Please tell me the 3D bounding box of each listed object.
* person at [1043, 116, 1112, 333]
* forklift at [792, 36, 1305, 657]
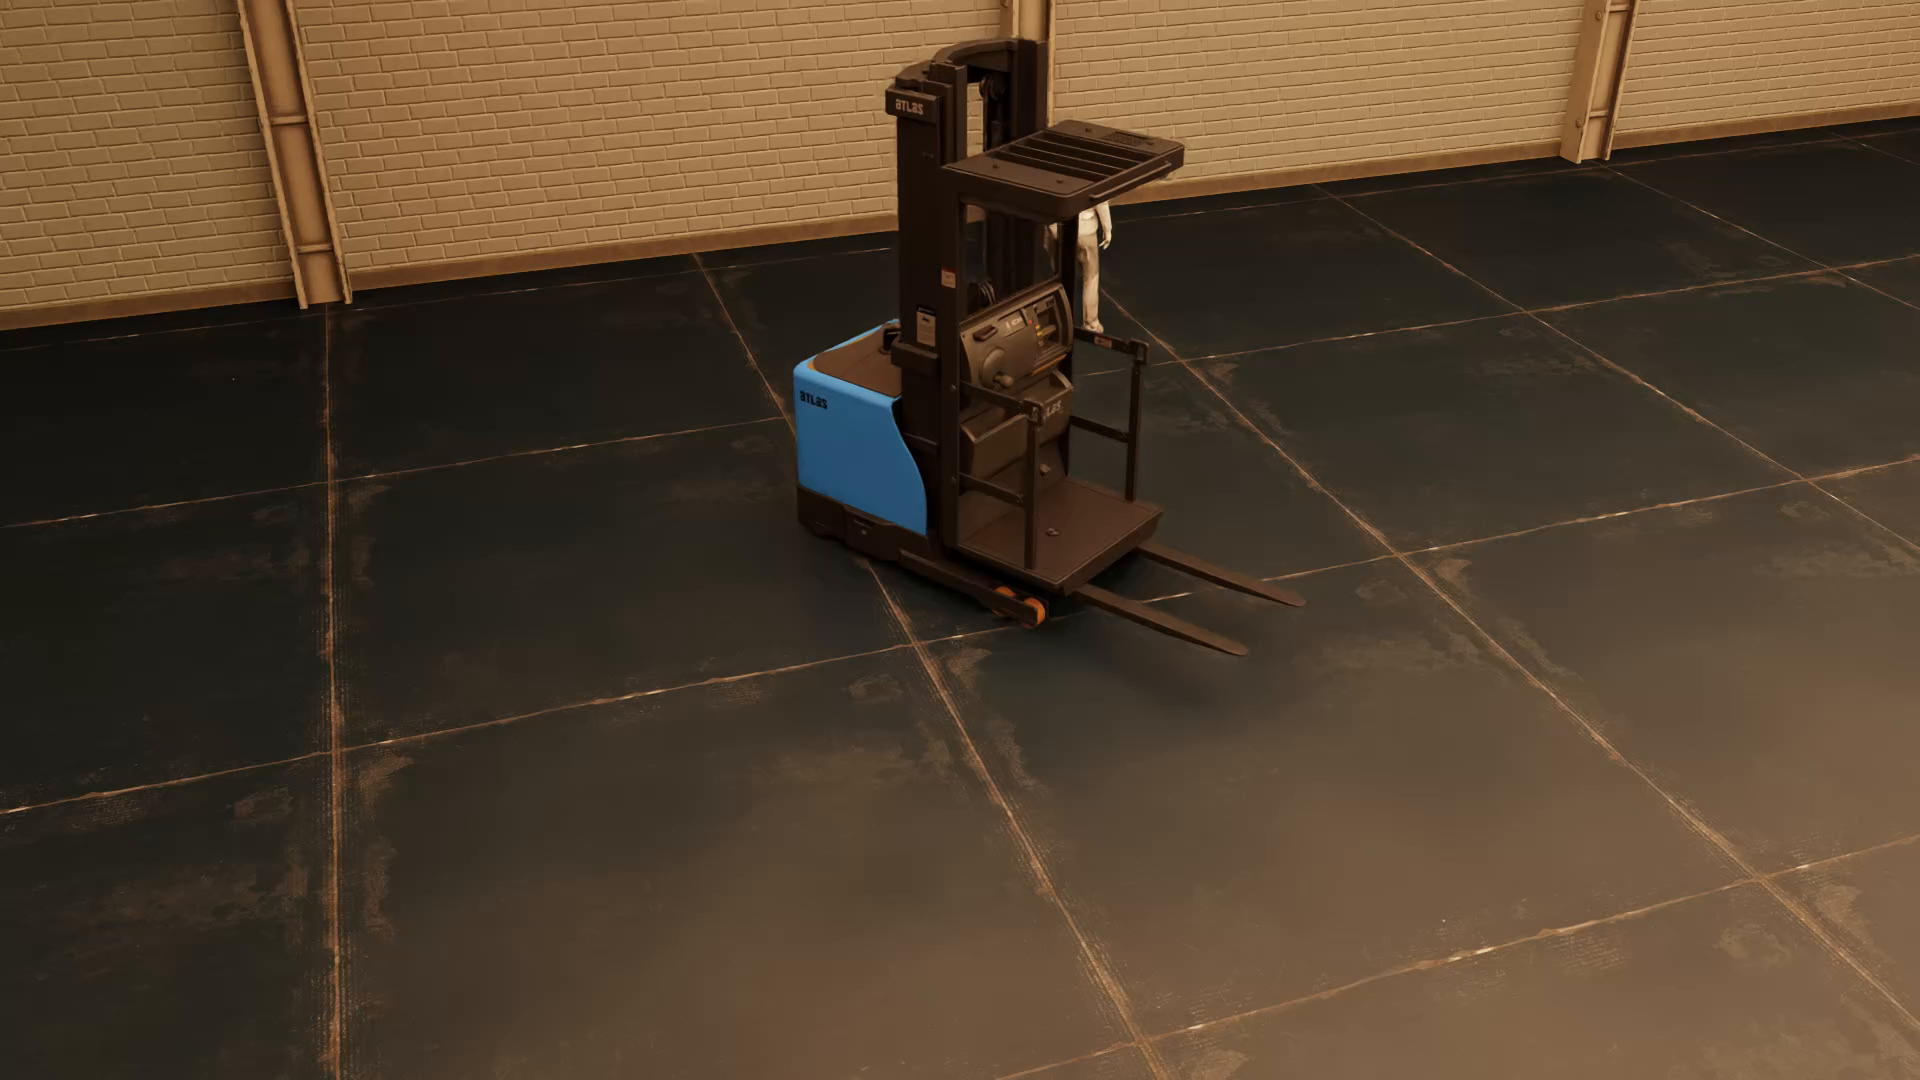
[{"bbox_3d":[0.851,-2.294,12.339,0.569,1.710,0.446,9,31,15],"label":"person"},{"bbox_3d":[0.479,-1.082,8.967,3.031,2.935,1.130,22,36,33],"label":"forklift"}]
